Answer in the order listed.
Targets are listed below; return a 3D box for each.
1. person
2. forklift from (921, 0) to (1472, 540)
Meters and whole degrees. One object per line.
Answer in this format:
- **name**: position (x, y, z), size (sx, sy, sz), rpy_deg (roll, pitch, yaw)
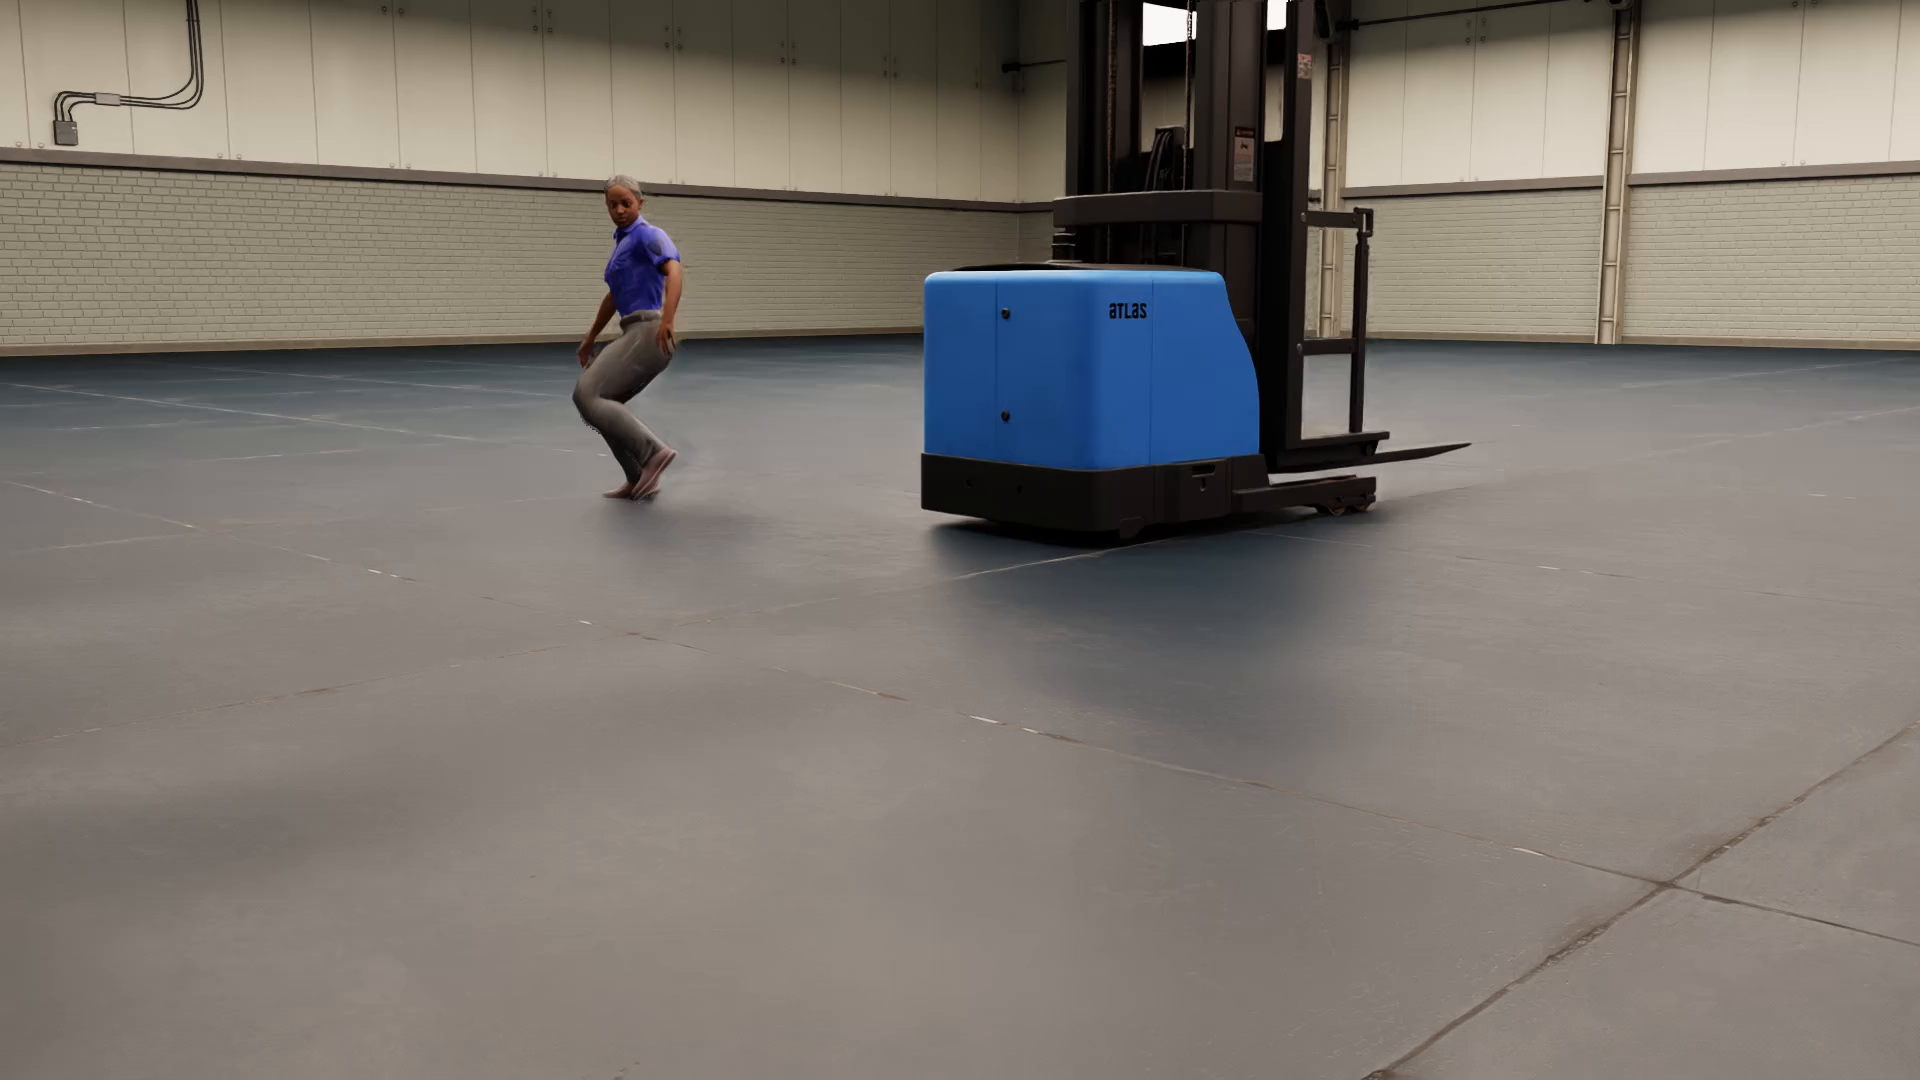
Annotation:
- **person**: position (-1.560, -0.927, 7.795), size (0.509, 1.553, 0.799), rpy_deg (-2, 9, -11)
- **forklift**: position (1.267, -1.610, 7.565), size (3.031, 2.935, 1.130), rpy_deg (-8, 11, -41)
